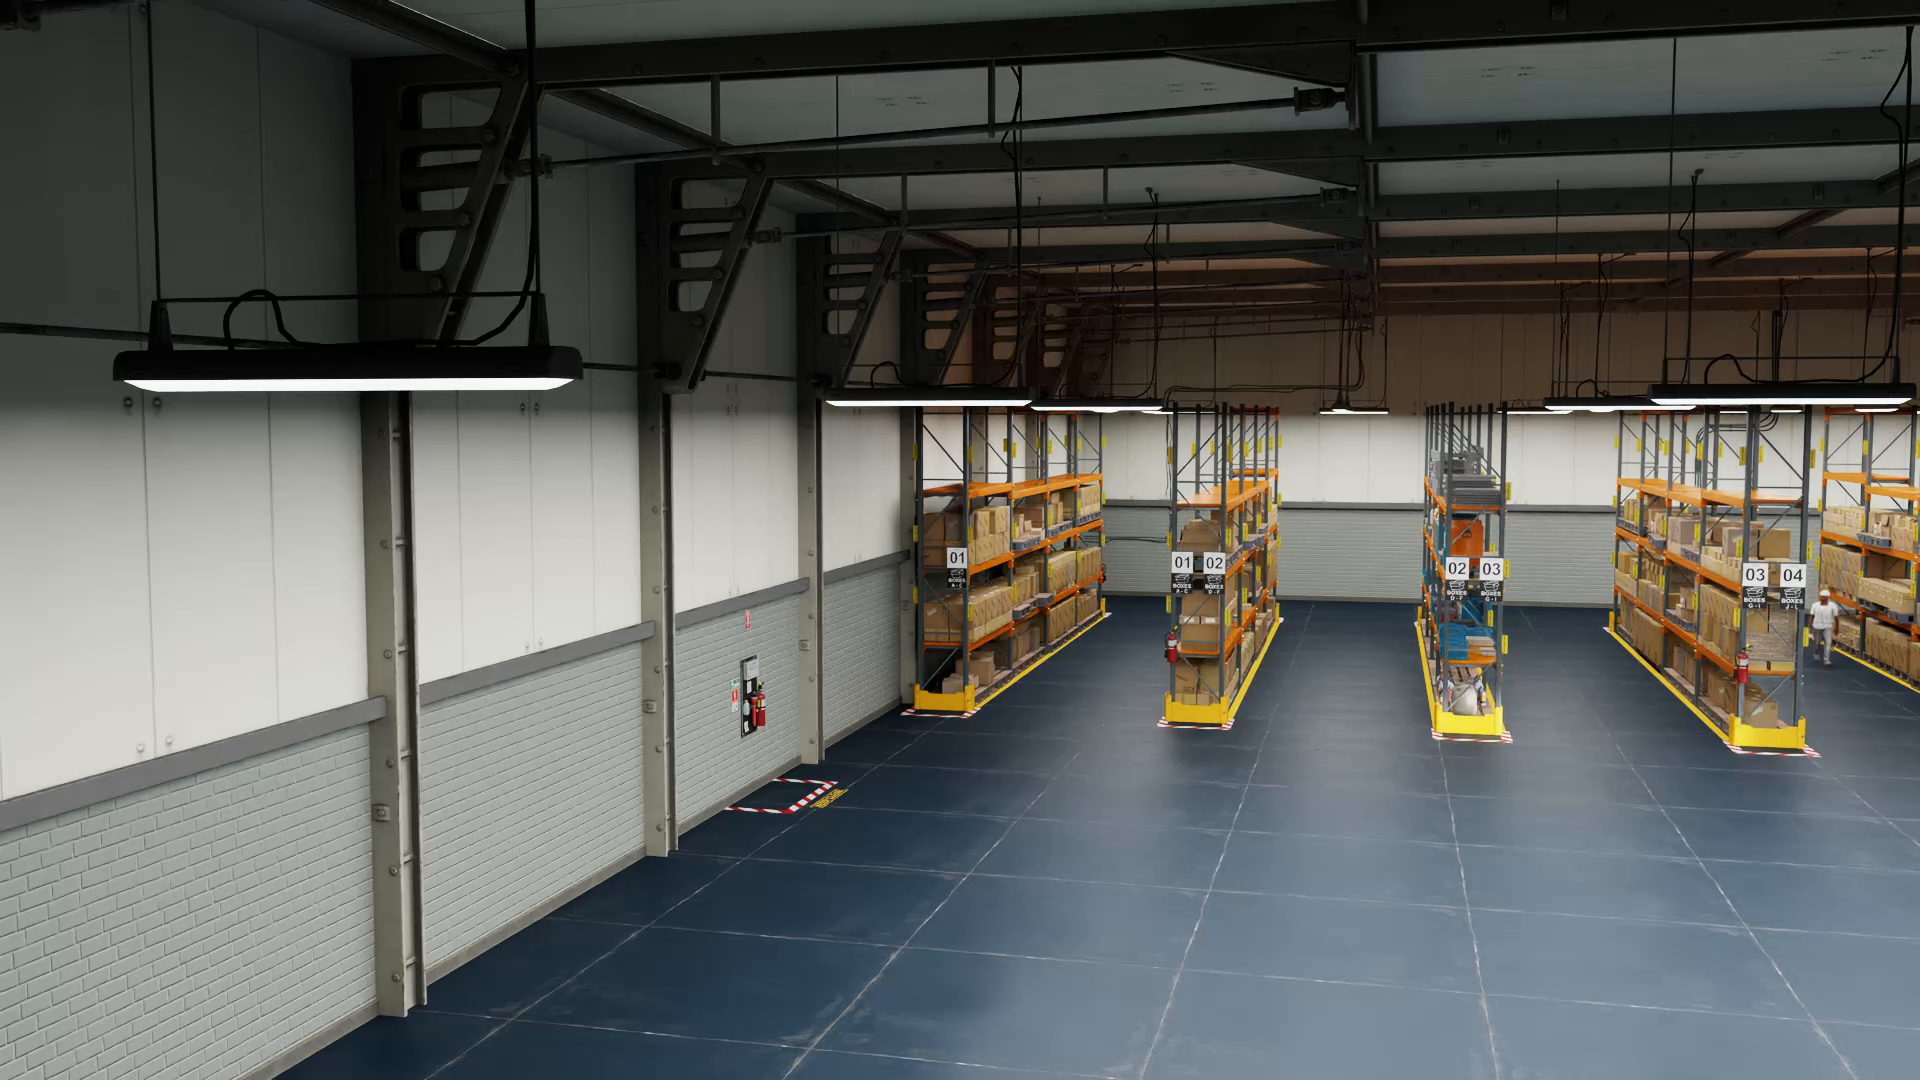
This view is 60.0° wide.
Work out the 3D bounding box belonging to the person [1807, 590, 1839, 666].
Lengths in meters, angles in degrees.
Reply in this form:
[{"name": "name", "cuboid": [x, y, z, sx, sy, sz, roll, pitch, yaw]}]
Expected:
[{"name": "person", "cuboid": [19.973, 2.020, 38.486, 0.684, 1.730, 1.013, 1, 4, 20]}]
